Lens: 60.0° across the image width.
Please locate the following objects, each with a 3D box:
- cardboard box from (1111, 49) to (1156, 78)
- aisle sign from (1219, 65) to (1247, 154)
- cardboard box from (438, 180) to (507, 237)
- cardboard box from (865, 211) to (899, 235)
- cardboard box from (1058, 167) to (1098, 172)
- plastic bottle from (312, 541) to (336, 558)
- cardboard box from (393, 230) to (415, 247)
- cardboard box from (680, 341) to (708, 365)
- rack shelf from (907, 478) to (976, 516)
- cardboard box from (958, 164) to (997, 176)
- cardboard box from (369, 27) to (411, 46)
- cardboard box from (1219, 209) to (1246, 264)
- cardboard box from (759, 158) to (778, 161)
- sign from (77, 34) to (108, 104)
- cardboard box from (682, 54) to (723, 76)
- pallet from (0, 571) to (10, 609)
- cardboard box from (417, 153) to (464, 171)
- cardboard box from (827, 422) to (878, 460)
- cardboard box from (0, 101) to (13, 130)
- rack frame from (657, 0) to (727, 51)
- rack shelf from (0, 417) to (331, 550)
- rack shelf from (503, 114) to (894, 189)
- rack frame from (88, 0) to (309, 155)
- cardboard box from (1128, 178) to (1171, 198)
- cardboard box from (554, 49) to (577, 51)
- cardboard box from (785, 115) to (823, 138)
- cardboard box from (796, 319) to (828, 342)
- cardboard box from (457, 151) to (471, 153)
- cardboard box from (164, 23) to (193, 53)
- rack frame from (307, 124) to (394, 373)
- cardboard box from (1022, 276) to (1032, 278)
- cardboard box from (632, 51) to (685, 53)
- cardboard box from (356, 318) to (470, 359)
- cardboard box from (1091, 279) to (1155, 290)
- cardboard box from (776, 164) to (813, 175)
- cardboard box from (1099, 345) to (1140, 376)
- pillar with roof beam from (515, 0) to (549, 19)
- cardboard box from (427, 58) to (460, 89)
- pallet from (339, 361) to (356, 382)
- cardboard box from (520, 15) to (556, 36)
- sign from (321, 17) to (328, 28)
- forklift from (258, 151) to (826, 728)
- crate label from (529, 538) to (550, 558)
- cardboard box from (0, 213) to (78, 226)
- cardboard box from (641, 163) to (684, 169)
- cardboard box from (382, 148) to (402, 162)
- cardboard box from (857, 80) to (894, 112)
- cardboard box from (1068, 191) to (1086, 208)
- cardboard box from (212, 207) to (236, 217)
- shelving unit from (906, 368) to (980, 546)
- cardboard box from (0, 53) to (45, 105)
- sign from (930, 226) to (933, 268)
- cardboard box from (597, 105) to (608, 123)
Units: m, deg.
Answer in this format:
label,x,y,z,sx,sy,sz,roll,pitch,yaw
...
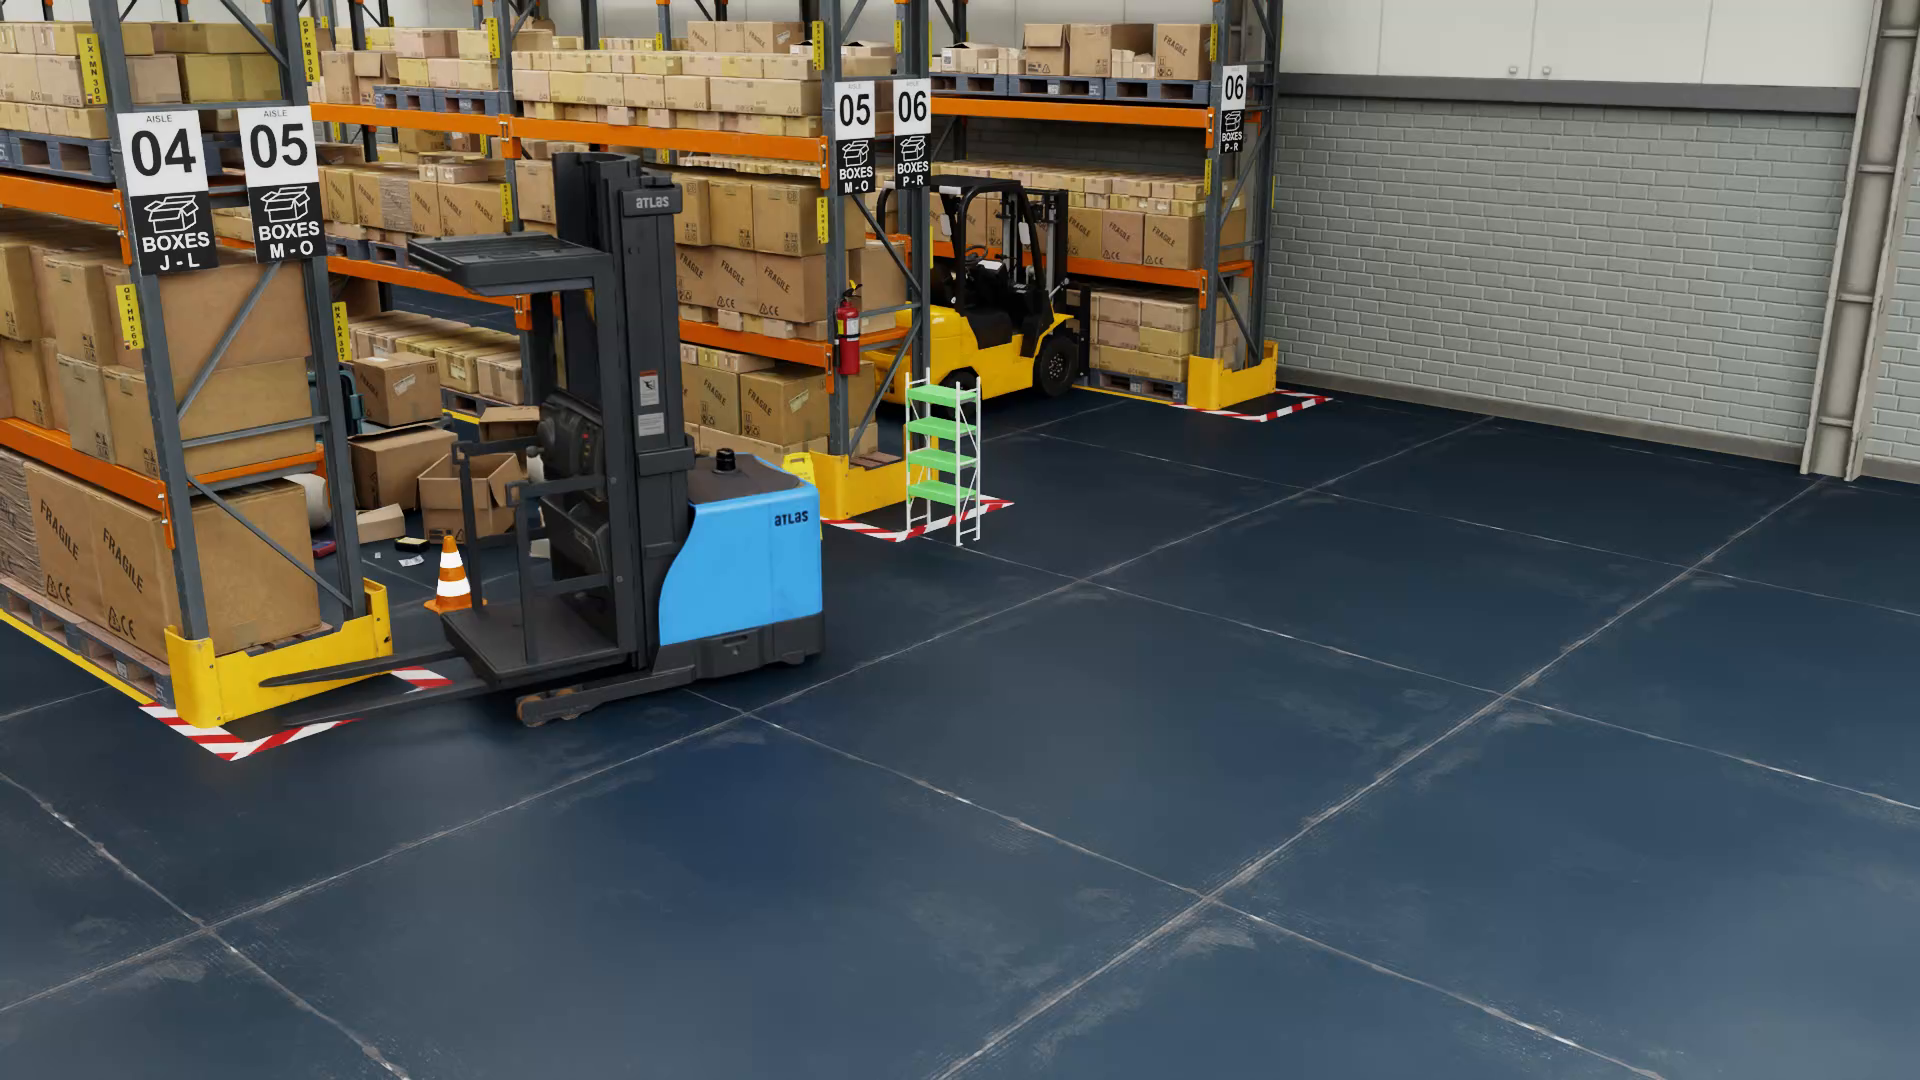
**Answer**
label,x,y,z,sx,sy,sz,roll,pitch,yaw
cardboard box,1.676,-4.607,16.072,0.258,0.266,0.396,15,23,39
aisle sign,2.542,-4.004,15.472,0.004,0.787,0.394,15,23,39
cardboard box,-4.466,-3.054,15.423,0.500,0.500,0.500,15,23,40
cardboard box,-0.855,-3.618,18.802,0.500,0.250,0.500,16,23,40
cardboard box,1.240,-3.828,17.486,0.250,0.149,0.380,16,24,41
plastic bottle,-4.515,0.056,11.833,0.133,0.061,0.283,7,19,21
cardboard box,-5.292,-2.965,16.216,0.250,0.149,0.380,16,24,41
cardboard box,-2.078,-1.542,13.550,0.250,0.149,0.380,16,24,42
rack shelf,-0.124,-0.316,12.127,0.480,0.148,0.258,15,23,39
cardboard box,0.189,-3.934,17.819,0.250,0.149,0.380,14,23,38
cardboard box,-8.362,-7.445,24.584,0.500,0.250,0.500,15,23,38
cardboard box,2.501,-3.054,16.612,0.500,0.500,0.500,16,24,41
cardboard box,-2.266,-4.662,20.604,0.250,0.149,0.380,14,23,38
sign,-4.185,-2.275,8.028,0.005,0.325,0.100,15,23,39
cardboard box,-1.936,-3.691,12.922,0.250,0.149,0.380,14,22,38
pallet,-6.290,0.116,11.398,1.213,0.211,1.003,15,23,39
cardboard box,-5.177,-3.761,16.581,0.250,0.149,0.380,14,22,37
cardboard box,-1.024,-0.835,13.635,0.500,0.250,0.500,15,23,39
cardboard box,-5.050,-2.333,9.101,0.250,0.149,0.380,15,23,38
rack frame,-3.296,-7.310,20.270,0.127,3.000,1.000,15,23,39
rack shelf,-5.311,-0.639,10.356,4.000,0.370,1.077,15,23,39
rack shelf,-2.100,-3.209,13.495,4.000,0.370,1.077,15,23,39
rack frame,-3.815,-3.440,8.075,0.127,3.000,1.000,15,23,39
cardboard box,1.861,-3.456,16.314,0.250,0.149,0.380,16,23,40
cardboard box,-5.162,-6.359,21.787,0.250,0.149,0.380,16,23,40
cardboard box,-1.057,-3.039,12.186,0.250,0.149,0.380,15,23,39
cardboard box,-1.026,-1.628,12.697,0.250,0.149,0.380,16,24,41
cardboard box,-7.243,-5.688,24.832,0.500,0.250,0.500,16,23,40
cardboard box,-4.040,-2.708,8.964,0.250,0.149,0.380,15,23,40
rack frame,-6.588,-3.327,17.636,0.127,3.000,1.000,15,23,39
cardboard box,0.605,-2.643,17.681,0.500,0.250,0.500,16,24,41
cardboard box,-2.553,-4.070,14.116,0.250,0.149,0.380,16,24,41
cardboard box,-5.615,-2.013,17.145,0.625,0.372,0.950,14,23,38
cardboard box,1.710,-2.552,17.394,0.500,0.250,0.500,15,23,39
cardboard box,-1.932,-4.308,19.491,0.250,0.149,0.380,14,23,38
cardboard box,1.761,-1.859,16.862,0.500,0.250,0.500,15,23,39
pillar with roof beam,-9.068,-7.483,20.815,0.400,9.000,9.100,15,23,39
cardboard box,-4.504,-4.270,15.201,0.500,0.250,0.500,15,23,40
pallet,-6.005,-1.841,17.563,1.213,0.211,1.003,15,23,39
cardboard box,-5.794,-7.059,22.818,0.258,0.266,0.396,15,23,39
sign,-9.640,-7.781,25.266,0.005,0.325,0.100,15,23,39
forklift,-2.318,-0.571,9.065,3.031,2.935,1.130,-11,21,-30
crate label,-2.894,0.025,11.807,0.298,0.136,0.250,4,18,11
cardboard box,-6.065,-1.804,10.804,0.550,0.550,0.875,15,23,39
cardboard box,-2.686,-2.838,13.786,0.500,0.500,0.700,14,23,38
cardboard box,-8.361,-5.773,25.100,0.500,0.250,0.500,14,23,38
cardboard box,-0.804,-3.382,12.607,0.500,0.250,0.500,15,23,38
cardboard box,1.266,-3.460,16.816,0.250,0.149,0.380,15,23,40
cardboard box,-7.901,-3.734,18.340,0.500,0.250,0.500,14,23,38
shelving unit,-0.124,-0.605,12.035,0.503,1.200,0.258,15,23,39
cardboard box,-4.740,-2.464,8.855,0.500,0.250,0.500,15,23,39
sign,-0.245,-2.256,12.831,0.005,0.325,0.100,15,23,39
cardboard box,-2.755,-3.510,13.671,0.250,0.149,0.380,14,22,38
